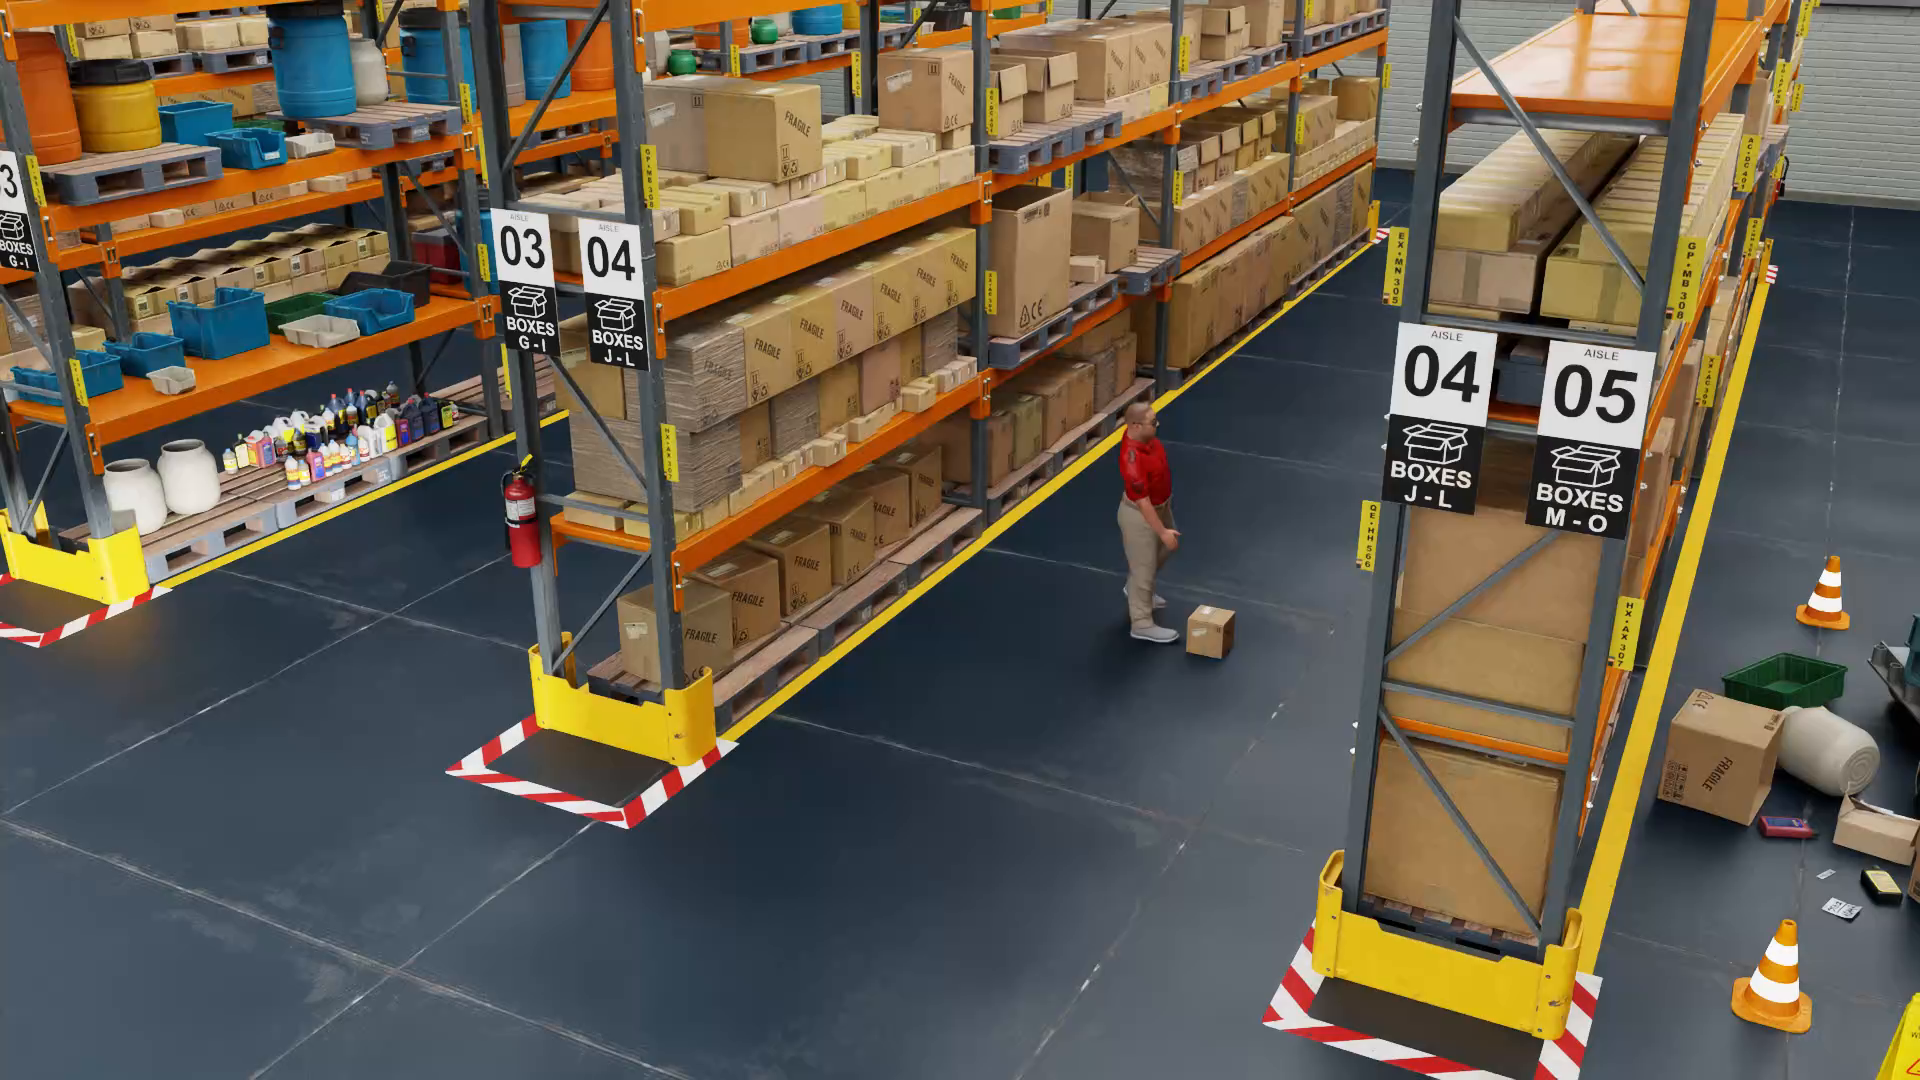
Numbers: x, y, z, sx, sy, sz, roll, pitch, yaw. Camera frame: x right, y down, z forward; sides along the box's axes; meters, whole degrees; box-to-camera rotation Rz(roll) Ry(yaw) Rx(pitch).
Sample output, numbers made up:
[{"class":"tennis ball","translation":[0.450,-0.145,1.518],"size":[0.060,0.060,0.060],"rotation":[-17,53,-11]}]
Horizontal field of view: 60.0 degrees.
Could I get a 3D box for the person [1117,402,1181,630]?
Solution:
[{"class":"person","translation":[1.287,-0.176,11.102],"size":[0.458,1.656,0.736],"rotation":[9,24,20]}]
